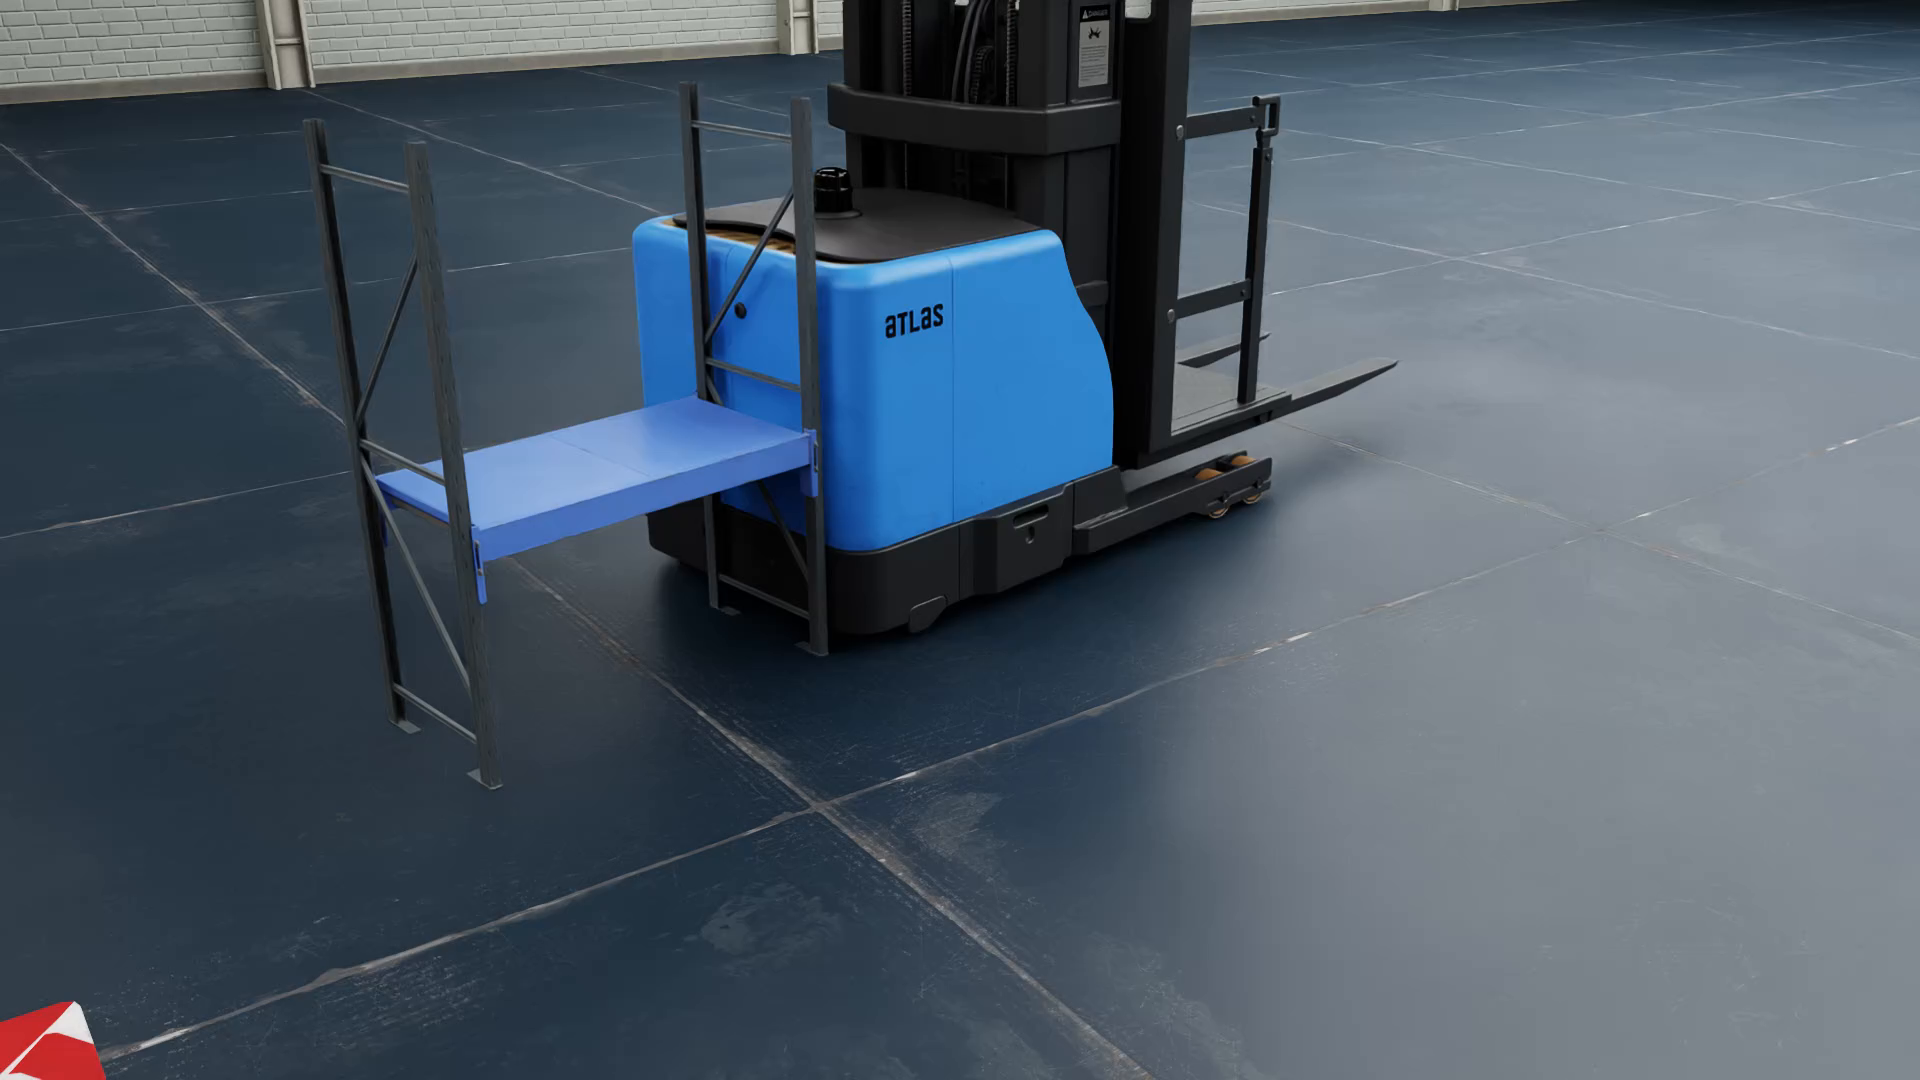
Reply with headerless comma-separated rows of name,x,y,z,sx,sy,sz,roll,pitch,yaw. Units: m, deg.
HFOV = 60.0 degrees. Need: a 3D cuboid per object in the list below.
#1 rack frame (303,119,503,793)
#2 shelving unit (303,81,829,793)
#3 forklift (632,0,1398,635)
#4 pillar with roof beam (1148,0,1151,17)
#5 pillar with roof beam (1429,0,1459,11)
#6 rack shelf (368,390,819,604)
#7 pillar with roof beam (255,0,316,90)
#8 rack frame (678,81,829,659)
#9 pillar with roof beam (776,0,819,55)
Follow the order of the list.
rack frame,-1.268,-0.172,3.804,0.500,1.500,0.032,20,29,41
shelving unit,-0.909,-0.306,4.138,0.538,1.500,1.048,20,29,41
forklift,0.427,-1.553,5.333,1.130,2.935,3.031,20,29,41
pillar with roof beam,5.416,-10.119,18.614,0.400,9.000,9.100,-15,26,-33
pillar with roof beam,10.286,-11.418,21.869,0.400,9.000,9.100,-15,26,-33
rack shelf,-0.909,-0.139,4.205,0.538,0.185,1.000,20,29,41
pillar with roof beam,-4.325,-7.522,12.105,0.400,9.000,9.100,-15,26,-33
rack frame,-0.550,-0.439,4.473,0.500,1.500,0.032,20,29,41
pillar with roof beam,0.545,-8.821,15.360,0.400,9.000,9.100,-15,26,-33
